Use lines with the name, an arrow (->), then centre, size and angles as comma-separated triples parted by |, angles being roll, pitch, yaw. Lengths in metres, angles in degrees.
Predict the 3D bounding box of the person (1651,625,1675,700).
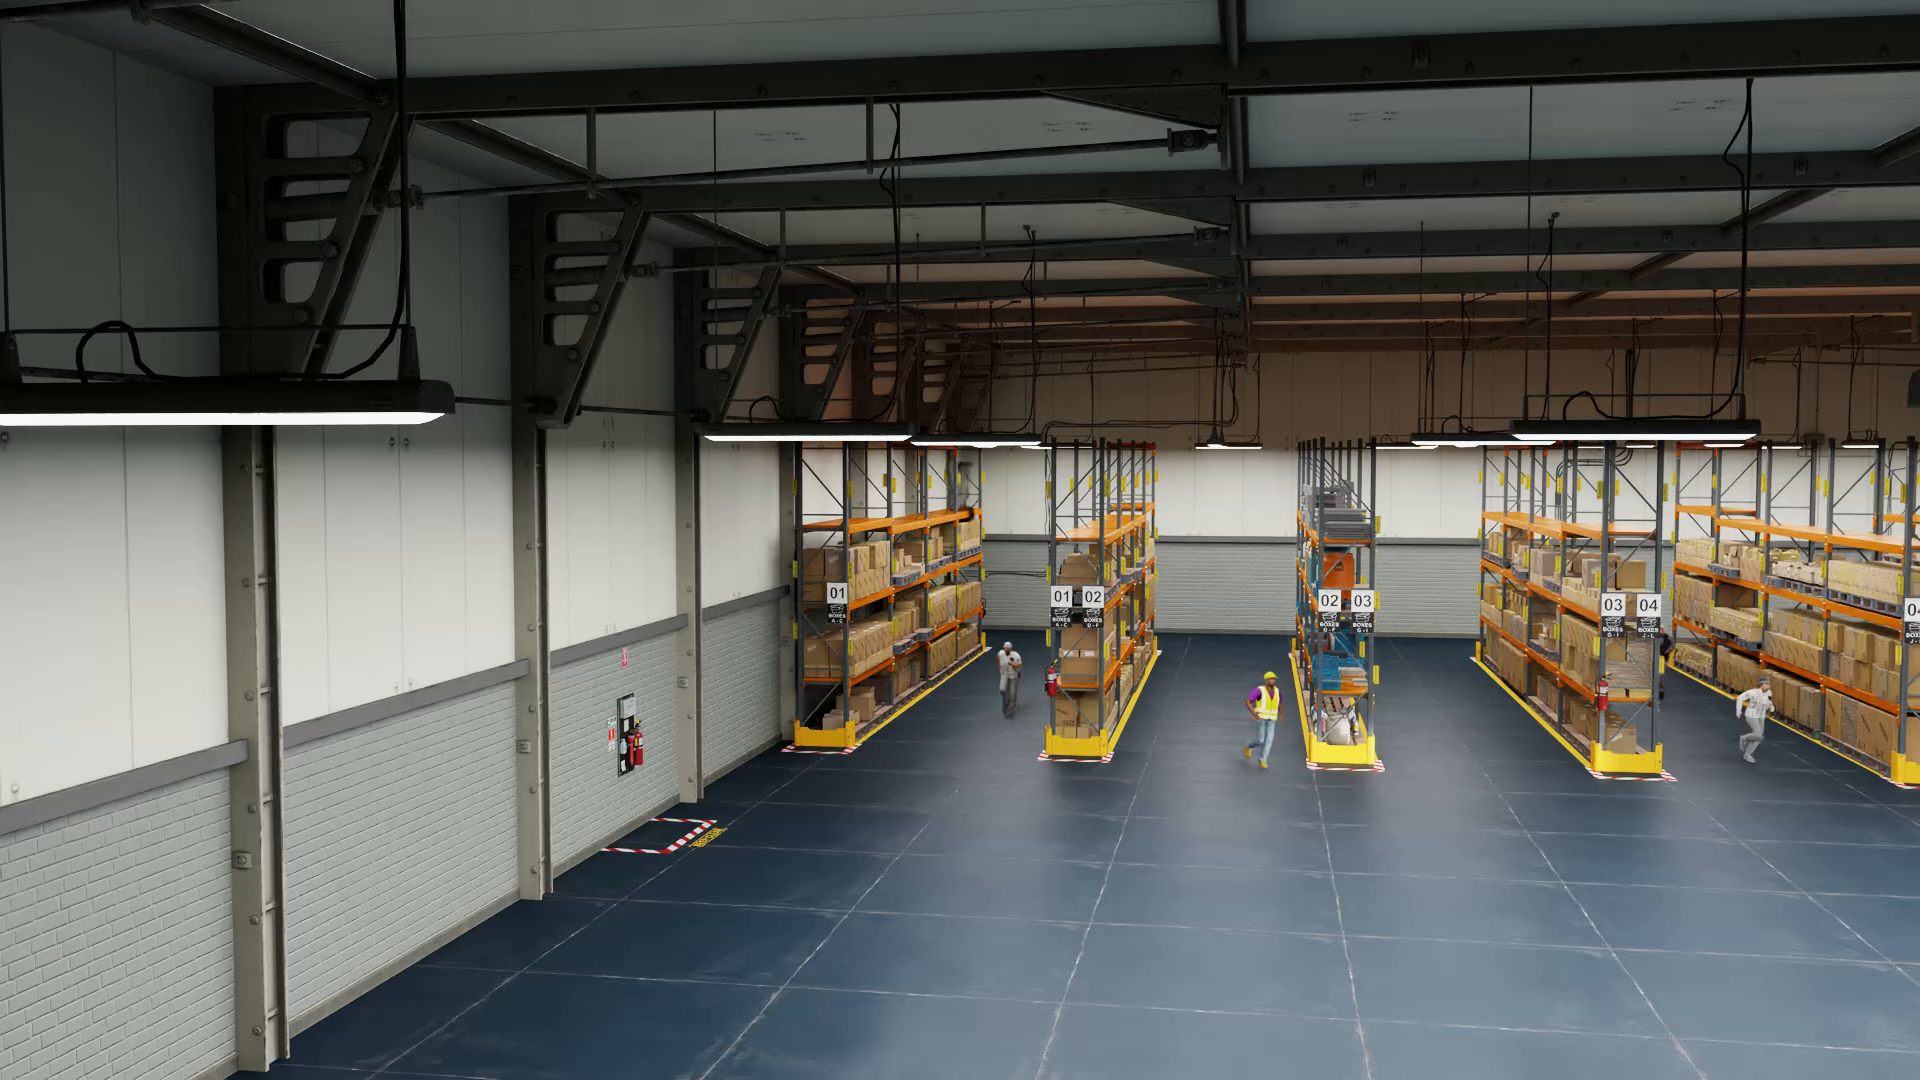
person -> 16.343, 2.820, 38.939 | 0.661, 1.726, 1.084 | 0, 3, 3

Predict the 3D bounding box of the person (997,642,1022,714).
person -> 1.068, 2.988, 36.201 | 0.592, 1.589, 0.859 | 1, 3, 10

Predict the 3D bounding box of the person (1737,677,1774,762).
person -> 14.723, 3.304, 30.704 | 0.604, 1.616, 0.668 | -1, 3, -20

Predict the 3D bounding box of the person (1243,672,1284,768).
person -> 5.606, 3.263, 30.362 | 0.755, 1.707, 0.755 | -1, 3, -18
